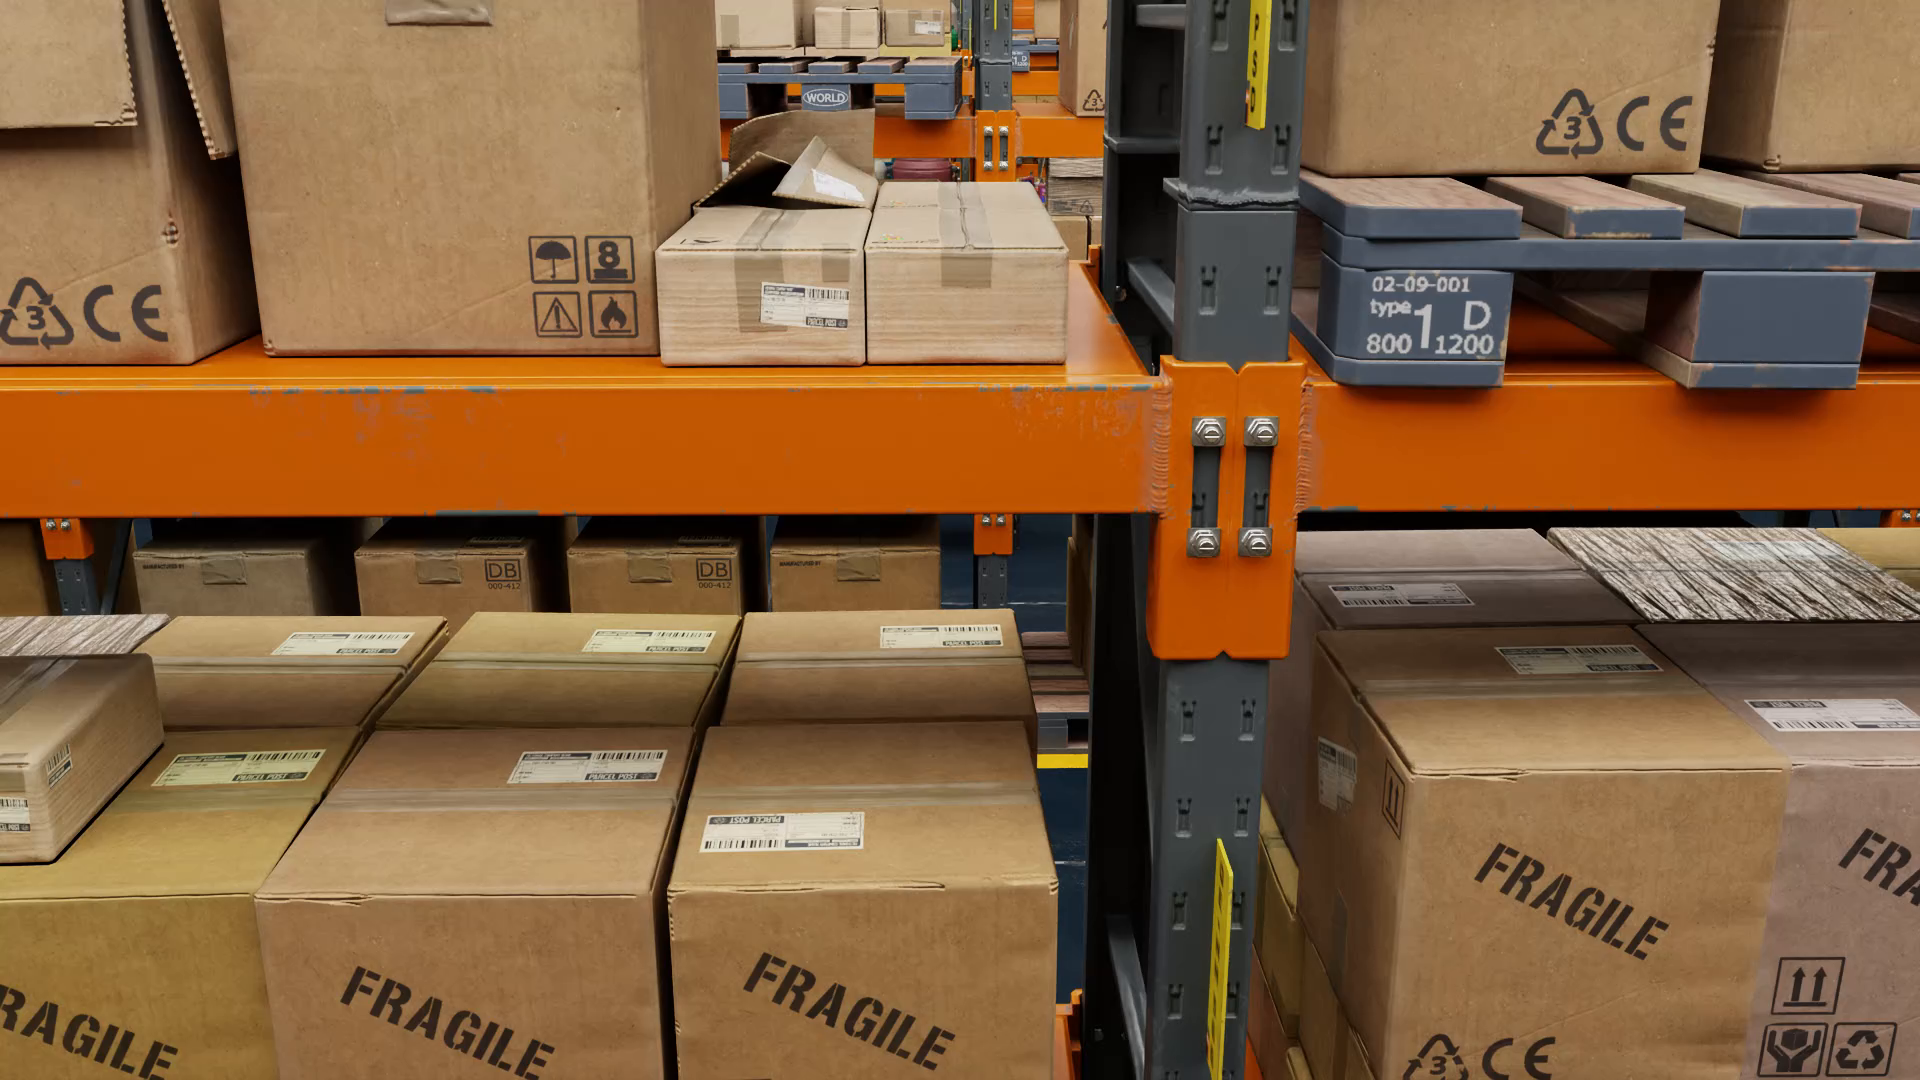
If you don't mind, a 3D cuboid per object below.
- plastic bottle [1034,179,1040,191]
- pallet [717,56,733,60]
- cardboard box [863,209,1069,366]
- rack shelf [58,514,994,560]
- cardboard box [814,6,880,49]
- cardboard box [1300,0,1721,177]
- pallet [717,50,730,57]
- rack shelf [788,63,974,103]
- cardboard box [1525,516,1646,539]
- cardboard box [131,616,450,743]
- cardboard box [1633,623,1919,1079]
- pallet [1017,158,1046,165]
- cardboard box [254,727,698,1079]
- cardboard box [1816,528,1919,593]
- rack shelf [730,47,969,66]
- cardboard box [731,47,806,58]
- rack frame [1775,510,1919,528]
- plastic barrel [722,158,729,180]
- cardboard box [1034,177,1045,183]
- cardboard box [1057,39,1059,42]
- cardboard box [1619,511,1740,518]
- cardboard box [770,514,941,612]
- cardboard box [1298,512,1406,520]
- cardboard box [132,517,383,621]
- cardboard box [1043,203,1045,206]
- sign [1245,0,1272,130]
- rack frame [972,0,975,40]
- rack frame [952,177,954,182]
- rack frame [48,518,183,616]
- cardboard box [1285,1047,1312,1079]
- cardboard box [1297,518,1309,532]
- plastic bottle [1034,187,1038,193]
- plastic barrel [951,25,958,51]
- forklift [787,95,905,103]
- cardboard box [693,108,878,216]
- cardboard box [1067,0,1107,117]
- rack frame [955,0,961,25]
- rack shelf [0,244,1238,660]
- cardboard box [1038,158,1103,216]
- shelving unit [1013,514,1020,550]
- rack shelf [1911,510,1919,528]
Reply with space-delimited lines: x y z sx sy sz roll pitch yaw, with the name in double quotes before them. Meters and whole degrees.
"plastic bottle" 0.826 -3.673 17.411 0.097 0.201 0.097 0 18 0
"pallet" -1.624 -1.924 7.032 1.213 0.211 1.003 1 18 2
"cardboard box" 0.004 -0.343 2.205 0.250 0.149 0.380 0 18 -1
"rack shelf" -1.863 -0.259 7.621 4.000 0.370 1.077 0 18 -1
"cardboard box" -0.458 -2.105 6.821 0.250 0.166 0.380 0 18 -1
"cardboard box" 0.691 -0.825 2.441 0.637 0.503 0.797 -1 18 -4
"pallet" -2.184 -3.422 11.702 1.003 0.211 1.213 0 18 -1
"rack shelf" -1.840 -3.202 11.887 4.000 0.370 1.077 0 18 -1
"cardboard box" 2.881 0.082 7.557 0.500 0.250 0.500 1 18 2
"cardboard box" -1.189 0.452 2.890 0.500 0.500 0.500 0 18 0
"cardboard box" 1.309 0.444 2.453 0.500 0.500 0.500 0 18 -1
"pallet" 0.684 -5.085 21.803 1.003 0.211 1.213 0 18 -1
"cardboard box" -0.651 0.604 2.415 0.500 0.500 0.500 -1 18 -2
"cardboard box" 1.838 0.289 2.935 0.500 0.500 0.500 0 18 -1
"rack shelf" -1.918 -4.715 16.602 4.000 0.370 1.077 0 18 -1
"cardboard box" -1.310 -3.398 11.564 0.500 0.250 0.500 0 18 1
"rack frame" 4.136 -0.630 7.601 0.127 3.000 1.000 0 18 -1
"plastic barrel" -2.224 -3.626 16.716 0.433 0.535 0.433 0 18 0
"cardboard box" 1.538 -5.807 26.570 0.750 0.750 0.750 0 18 -1
"cardboard box" 1.473 -6.645 21.277 0.500 0.500 0.910 0 18 -1
"cardboard box" 3.393 -0.074 8.045 0.500 0.250 0.500 -1 18 -3
"cardboard box" -0.473 0.236 7.897 0.750 0.750 1.050 -1 18 -2
"cardboard box" 1.830 -0.064 8.015 0.500 0.250 0.500 0 18 0
"cardboard box" -3.243 0.249 7.855 0.750 0.750 1.050 0 18 -1
"cardboard box" 0.649 -2.252 12.493 0.500 0.500 0.500 0 18 1
"sign" 0.323 -0.608 1.776 0.005 0.325 0.100 0 18 -1
"rack frame" 0.160 -4.983 11.349 0.127 3.000 1.000 0 18 -1
"rack frame" -0.075 -6.665 26.413 0.127 3.000 1.000 0 18 -1
"rack frame" -3.863 -0.592 7.481 0.127 3.000 1.000 0 18 -1
"cardboard box" 0.809 1.046 2.620 0.500 0.250 0.500 -1 18 -2
"cardboard box" 1.337 0.091 7.532 0.500 0.250 0.500 0 18 -2
"plastic bottle" 0.733 -3.440 16.687 0.097 0.201 0.097 0 18 0
"plastic barrel" -0.165 -4.976 16.494 0.294 0.245 0.294 0 18 0
"forklift" -0.951 -2.890 14.757 3.031 2.935 1.130 -1 18 -3
"cardboard box" -0.257 -0.513 2.545 0.258 0.266 0.396 0 18 -1
"cardboard box" 0.712 -2.008 6.823 0.500 0.500 0.500 0 18 -1
"rack frame" 0.007 -8.008 20.780 0.127 3.000 1.000 0 18 -1
"rack shelf" -1.684 -0.176 2.451 4.000 0.370 1.077 0 18 -1
"cardboard box" 0.891 -2.650 12.092 0.637 0.503 0.797 0 18 1
"shelving unit" -0.007 -0.714 10.318 0.755 1.500 0.431 0 18 -1
"rack shelf" 6.136 -0.297 7.741 4.000 0.370 1.077 0 18 -1
